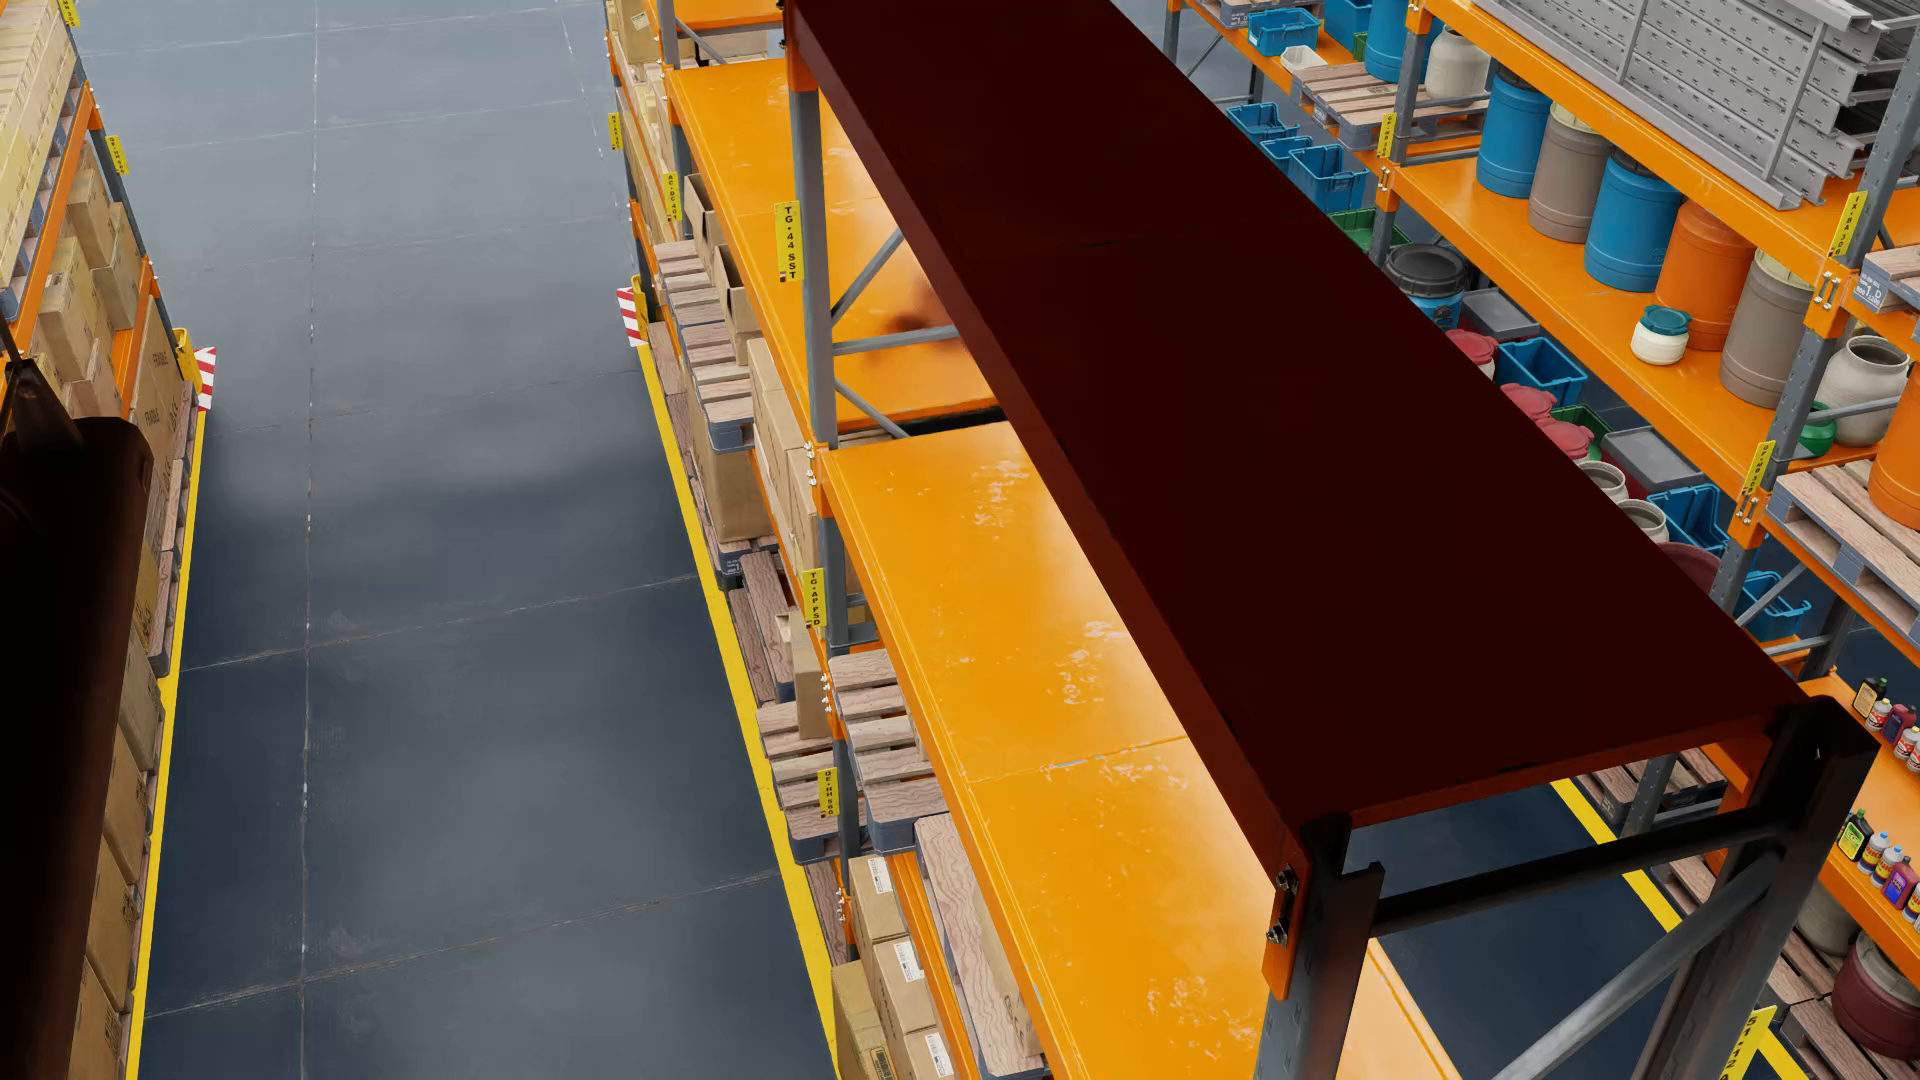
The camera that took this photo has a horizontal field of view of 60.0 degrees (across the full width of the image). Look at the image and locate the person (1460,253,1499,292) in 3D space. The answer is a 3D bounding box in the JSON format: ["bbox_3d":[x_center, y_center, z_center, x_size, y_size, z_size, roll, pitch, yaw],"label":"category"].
[{"bbox_3d":[4.630,-2.506,14.622,0.644,1.742,0.738,-16,41,-19],"label":"person"}]
